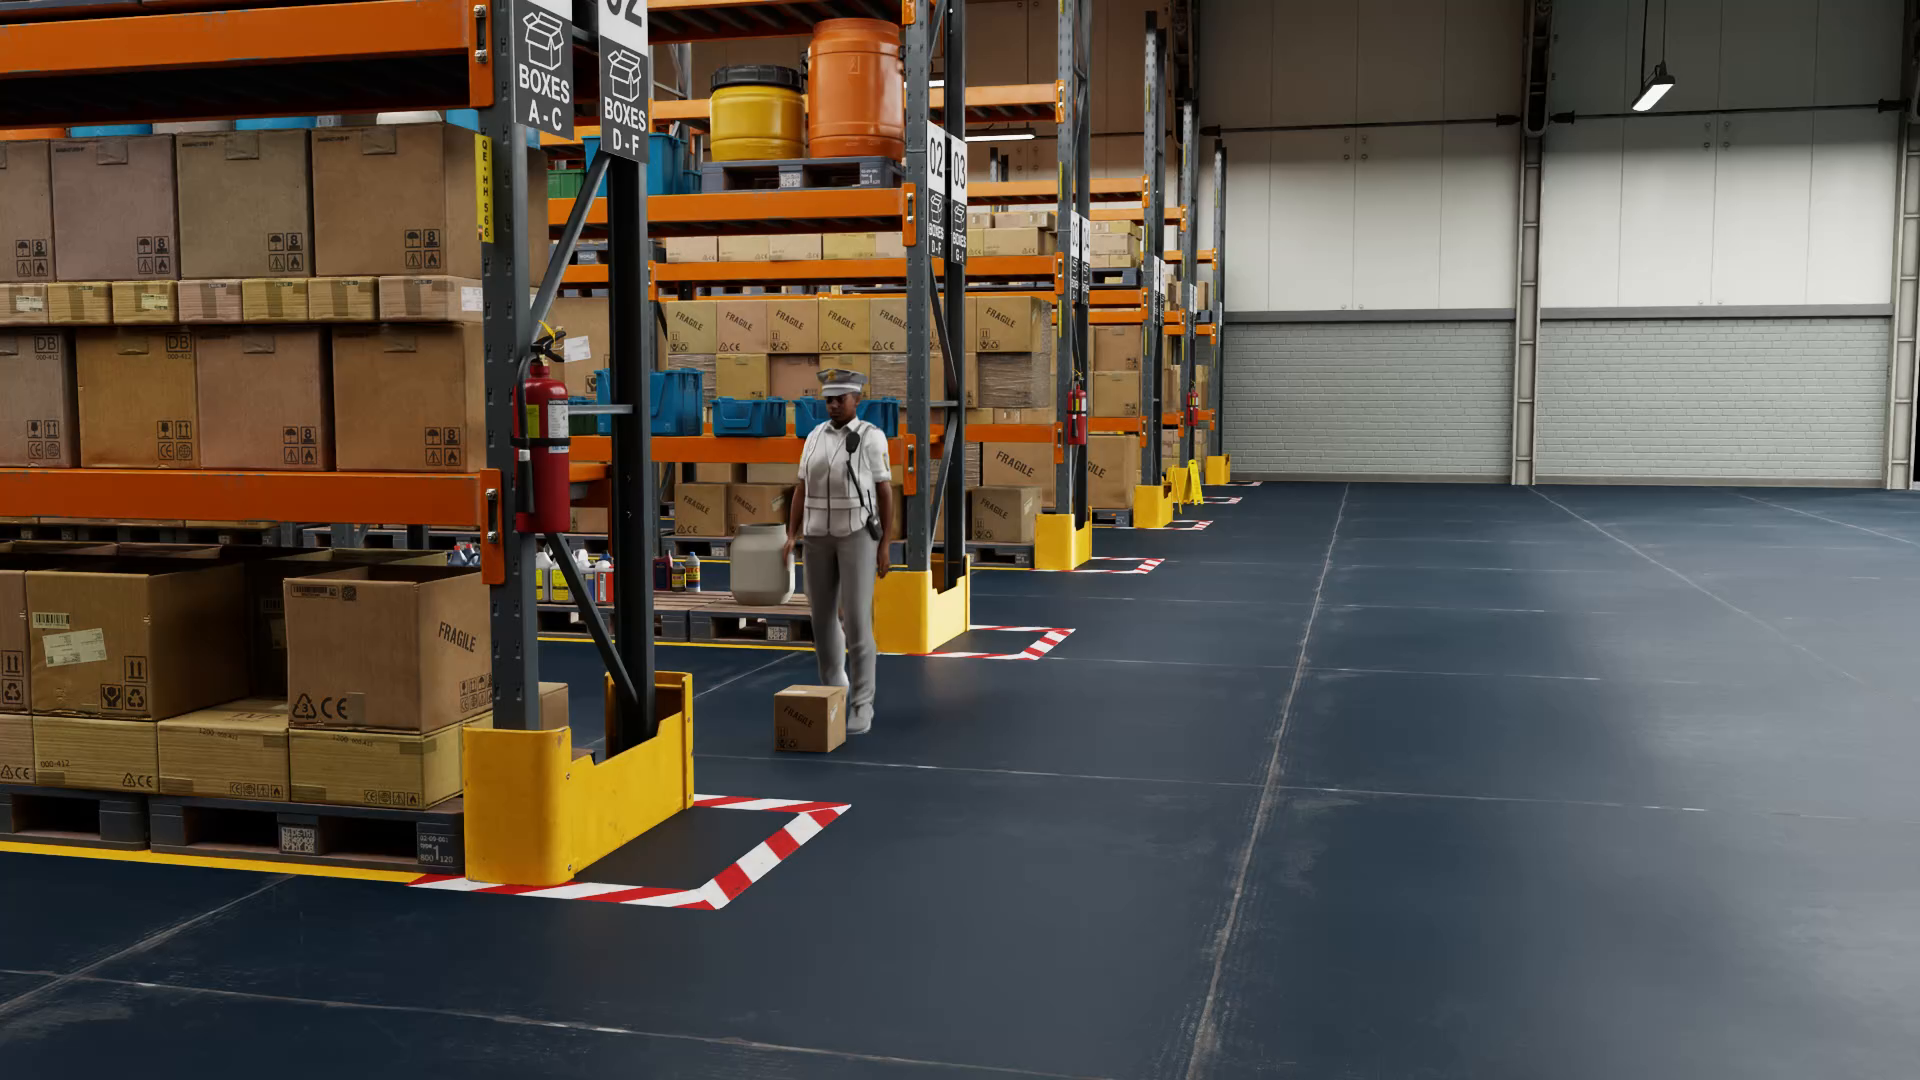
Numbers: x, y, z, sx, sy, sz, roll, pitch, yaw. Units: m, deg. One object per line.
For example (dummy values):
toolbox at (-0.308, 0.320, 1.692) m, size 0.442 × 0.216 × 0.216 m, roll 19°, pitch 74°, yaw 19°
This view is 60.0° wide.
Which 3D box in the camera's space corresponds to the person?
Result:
person at (-0.595, 0.040, 7.900) m, size 0.493 × 1.705 × 0.479 m, roll 2°, pitch 5°, yaw 22°
